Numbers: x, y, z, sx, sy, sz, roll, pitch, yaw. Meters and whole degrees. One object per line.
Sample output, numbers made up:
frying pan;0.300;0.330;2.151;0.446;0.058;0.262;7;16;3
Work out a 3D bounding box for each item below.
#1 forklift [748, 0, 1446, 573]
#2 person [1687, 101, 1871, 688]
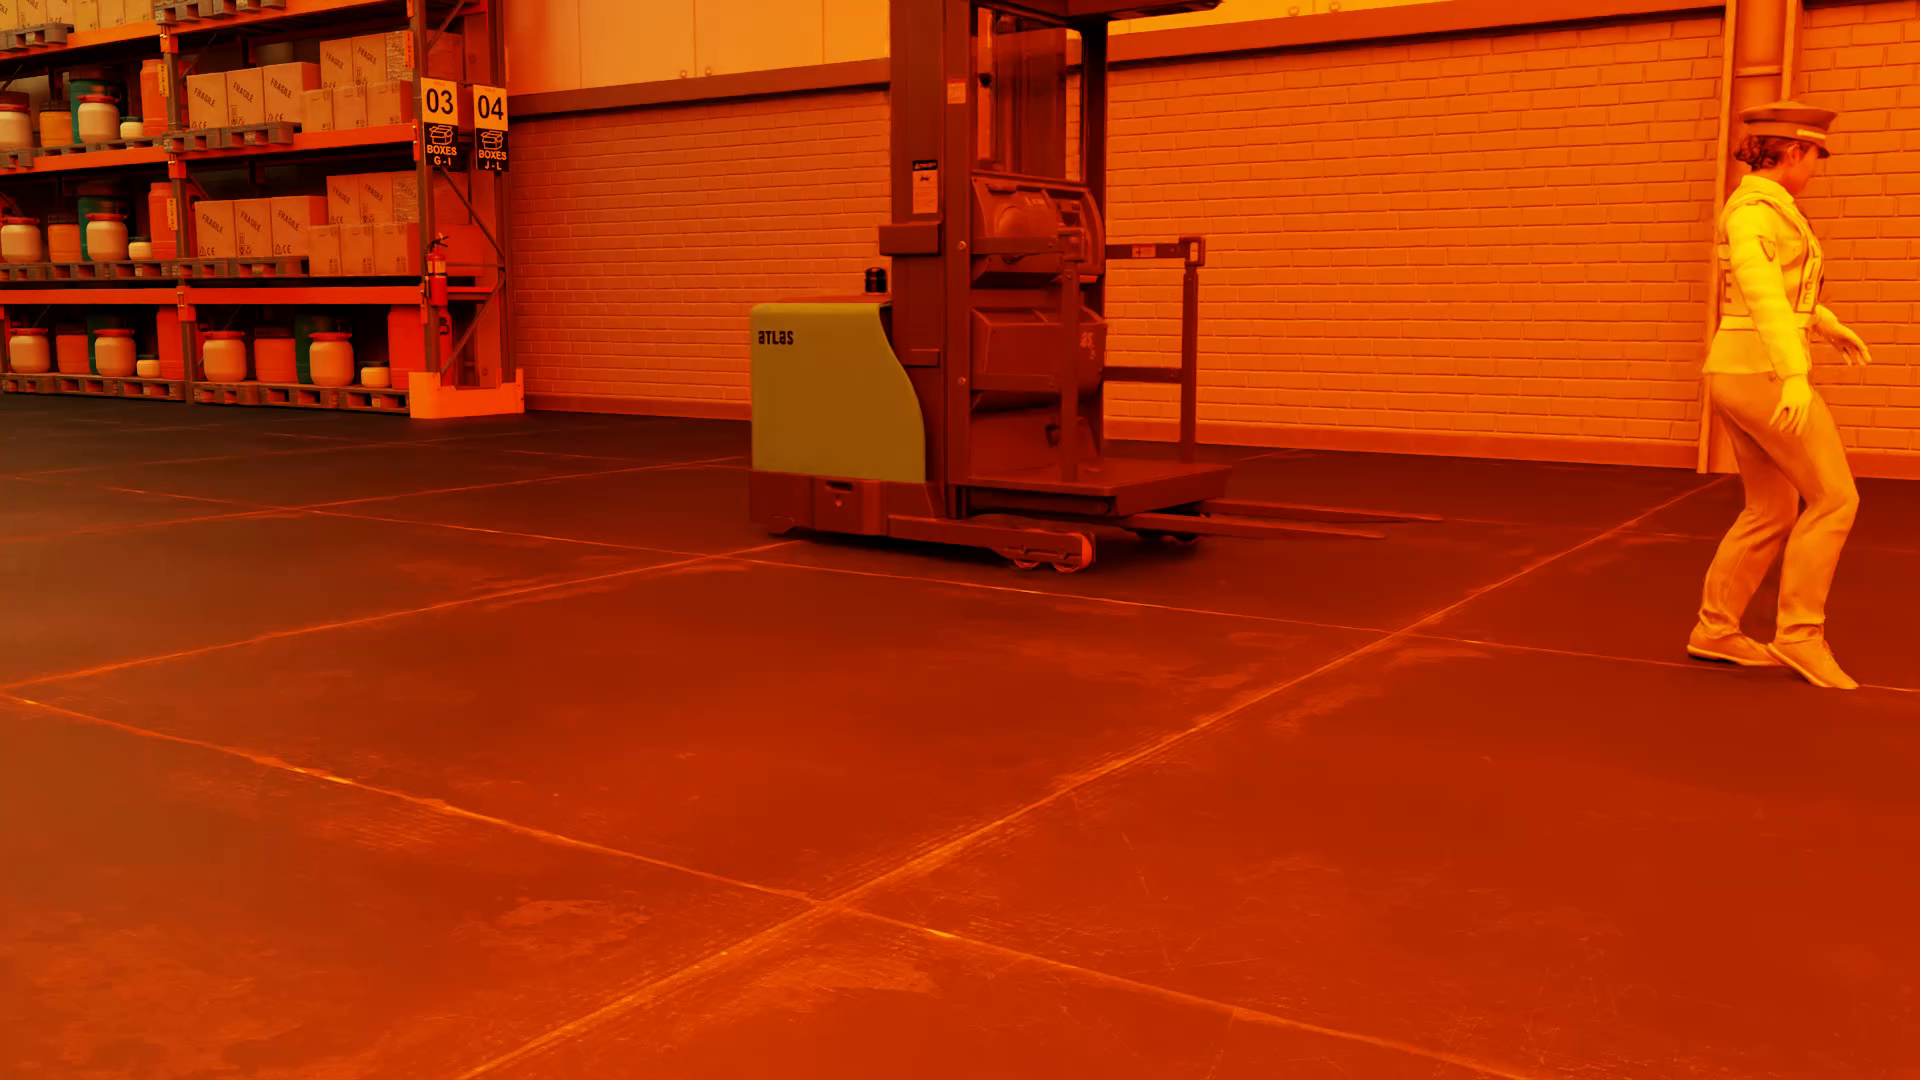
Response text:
forklift;0.512;-1.402;7.050;3.031;2.935;1.130;6;10;36
person;2.411;-0.408;4.830;0.480;1.694;0.873;4;9;25
